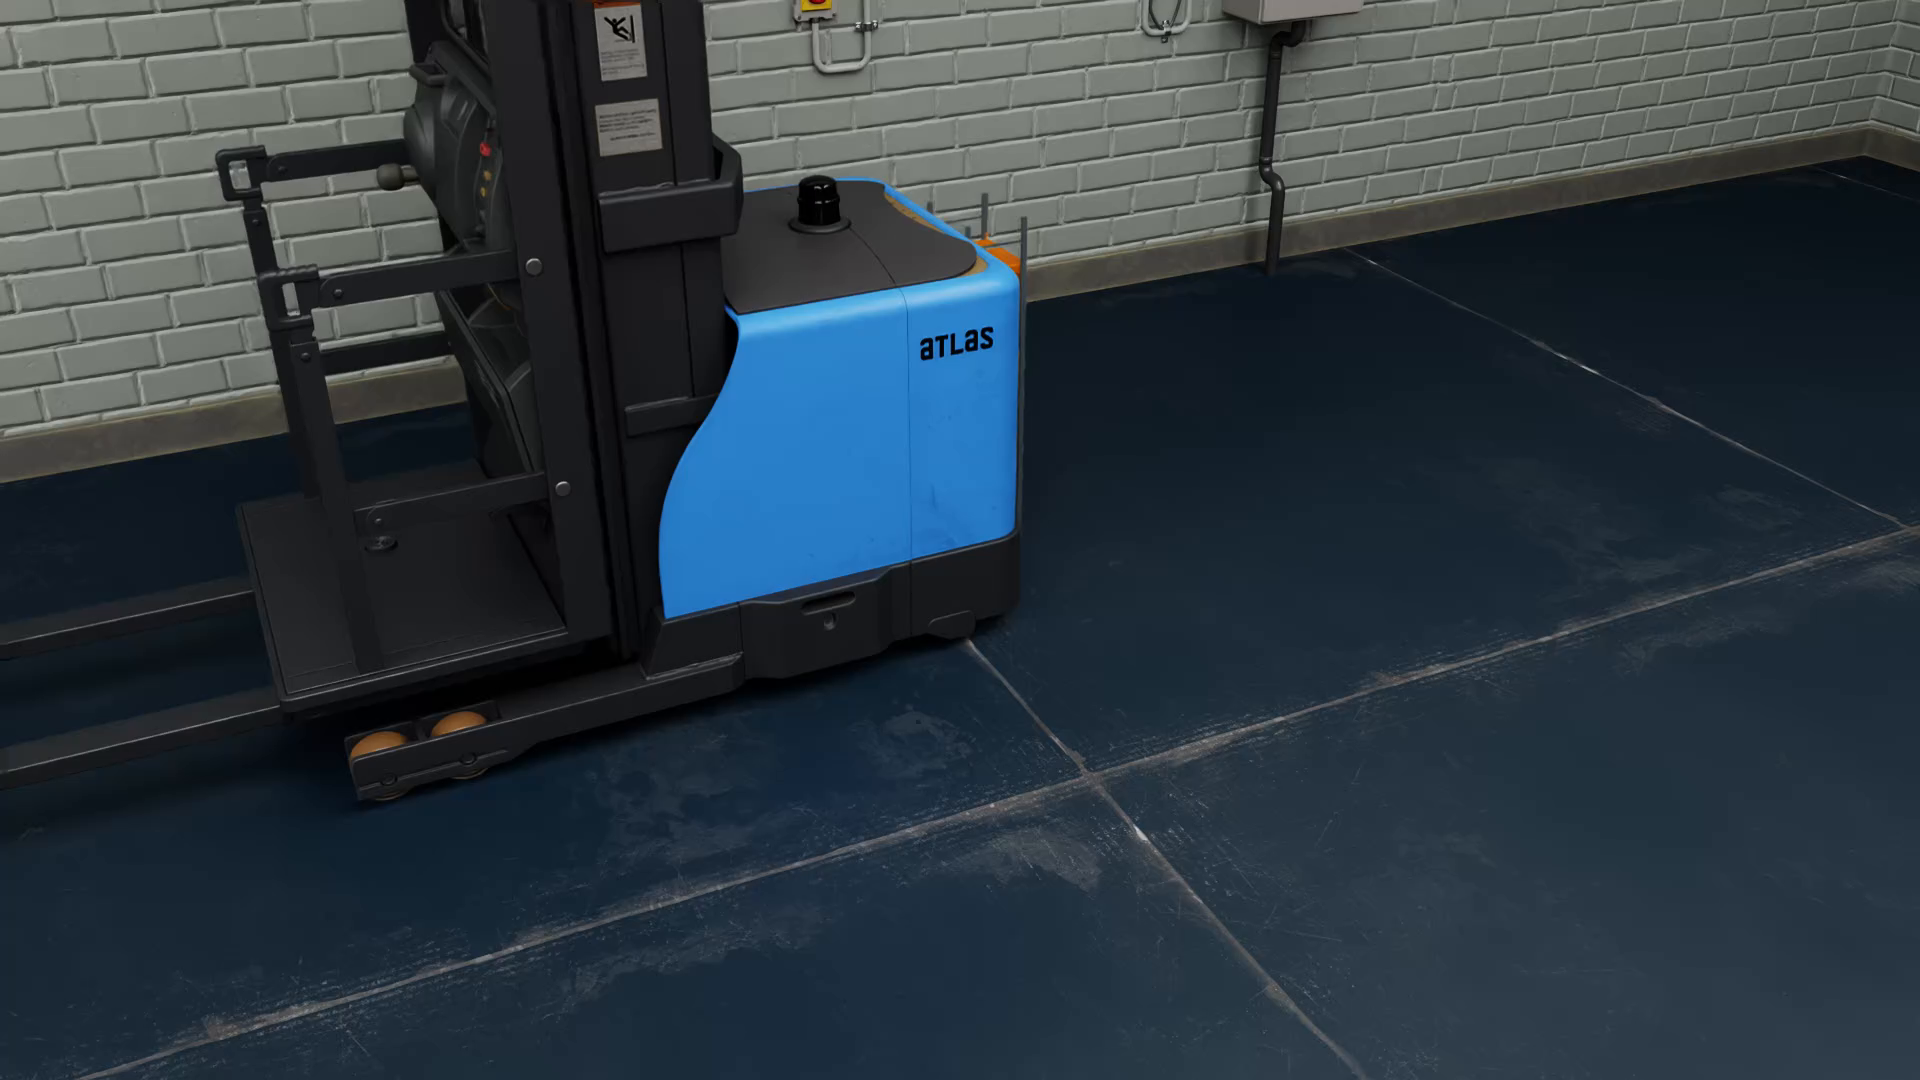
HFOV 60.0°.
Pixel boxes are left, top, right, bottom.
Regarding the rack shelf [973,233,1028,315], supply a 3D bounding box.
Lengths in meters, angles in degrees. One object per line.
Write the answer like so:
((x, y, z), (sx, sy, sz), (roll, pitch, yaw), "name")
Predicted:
((0.048, -0.737, 4.932), (0.215, 0.259, 0.240), (-14, 32, -23), "rack shelf")

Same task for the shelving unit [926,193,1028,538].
((0.048, -0.499, 5.066), (0.215, 1.050, 0.252), (-14, 32, -23), "shelving unit")

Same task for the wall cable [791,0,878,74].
((-0.551, -2.558, 5.673), (0.585, 1.953, 0.123), (-13, 32, -22), "wall cable")

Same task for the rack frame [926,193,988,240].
((-0.008, -0.552, 5.161), (0.200, 1.050, 0.008), (-14, 32, -23), "rack frame")

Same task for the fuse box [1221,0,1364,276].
((1.409, -1.915, 6.916), (0.539, 1.711, 0.414), (-13, 32, -22), "fuse box")

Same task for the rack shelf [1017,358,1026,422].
((0.048, -0.489, 5.071), (0.215, 0.259, 0.240), (-14, 32, -23), "rack shelf")

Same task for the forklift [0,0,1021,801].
((-1.384, -0.931, 3.914), (3.031, 2.935, 1.130), (-13, 32, -23), "forklift")

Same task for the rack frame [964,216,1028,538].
((0.103, -0.445, 4.971), (0.200, 1.050, 0.008), (-14, 32, -23), "rack frame")

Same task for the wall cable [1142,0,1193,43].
((0.725, -2.847, 6.221), (0.588, 1.984, 0.122), (-13, 32, -22), "wall cable")

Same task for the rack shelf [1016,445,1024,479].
((0.048, -0.247, 5.207), (0.215, 0.259, 0.240), (-14, 32, -23), "rack shelf")
